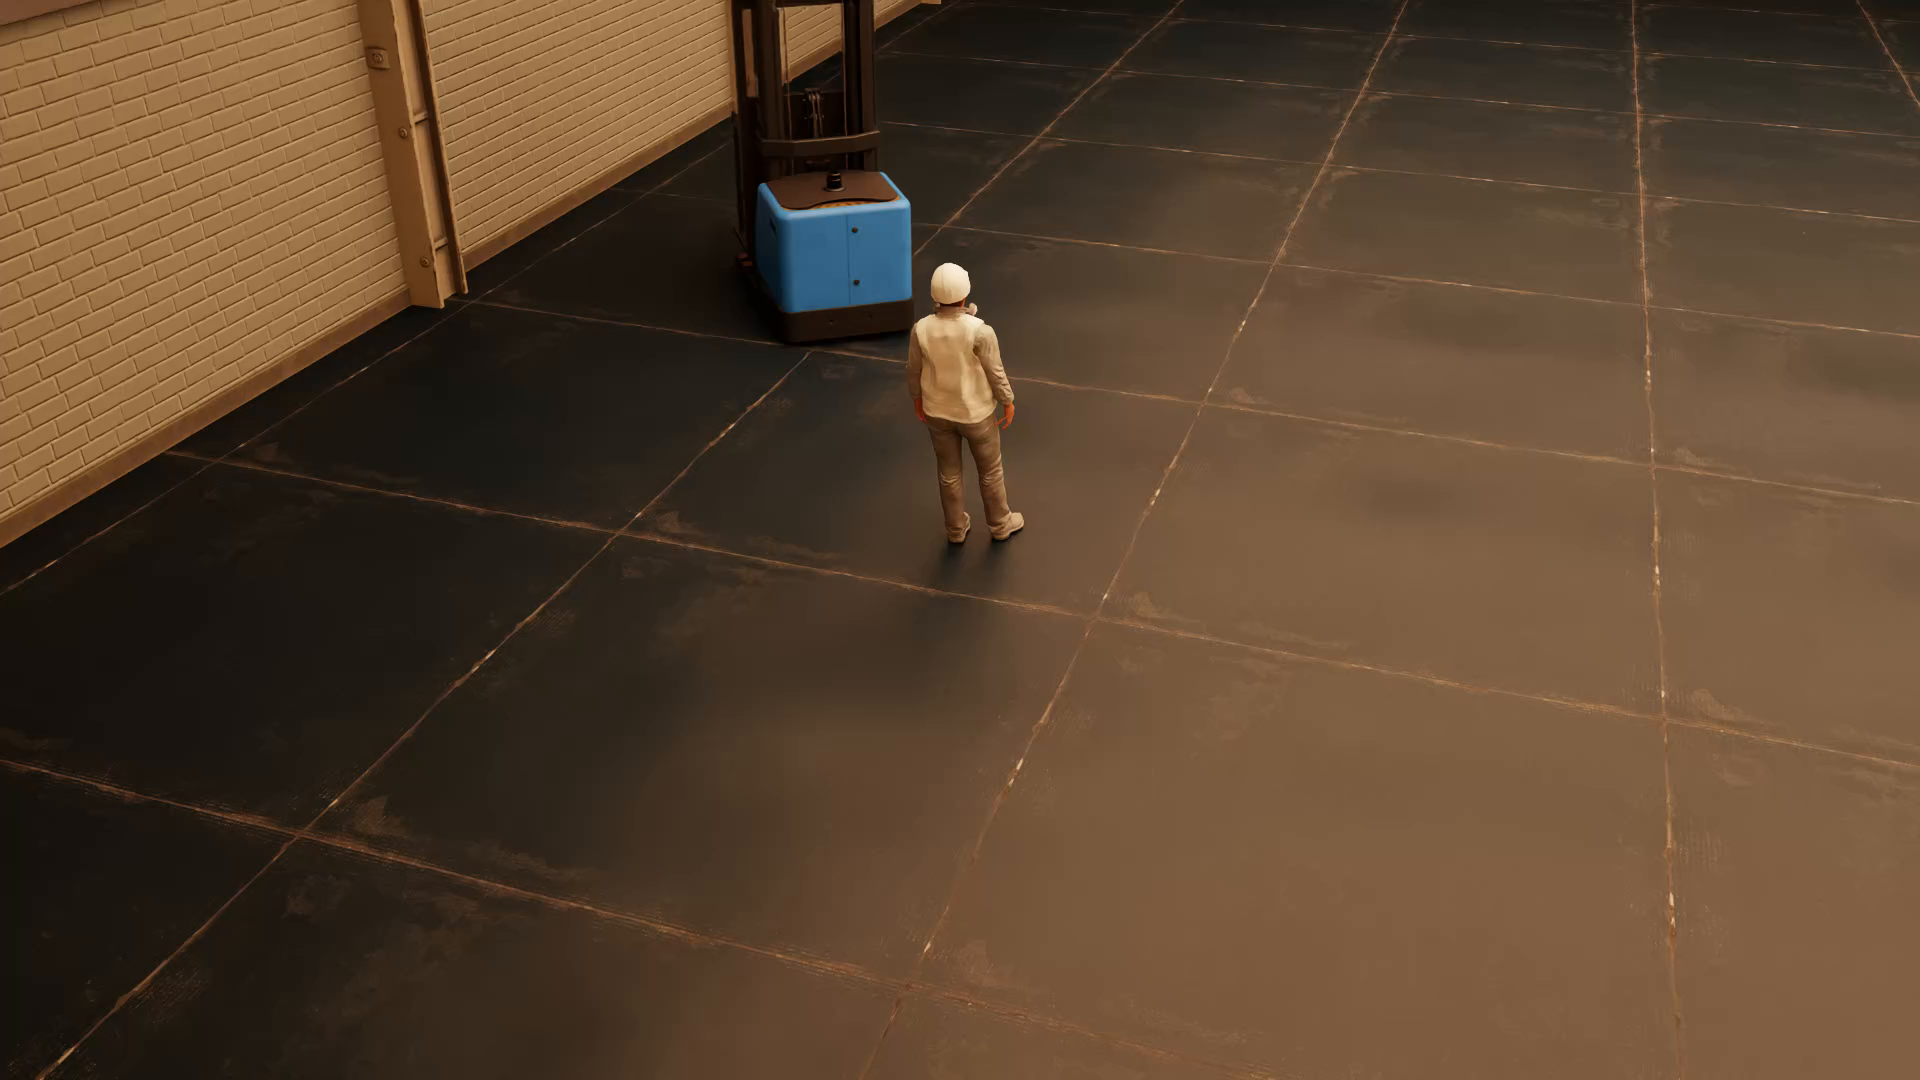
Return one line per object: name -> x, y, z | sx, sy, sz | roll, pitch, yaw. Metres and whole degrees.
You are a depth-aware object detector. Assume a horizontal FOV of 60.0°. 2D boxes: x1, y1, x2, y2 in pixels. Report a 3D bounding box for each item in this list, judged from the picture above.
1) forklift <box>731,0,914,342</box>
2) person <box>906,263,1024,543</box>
forklift -> -1.268, -3.483, 13.246 | 1.130, 2.935, 3.031 | -9, 31, -15
person -> 0.027, -0.806, 9.703 | 0.634, 1.775, 0.566 | 10, 31, 16
